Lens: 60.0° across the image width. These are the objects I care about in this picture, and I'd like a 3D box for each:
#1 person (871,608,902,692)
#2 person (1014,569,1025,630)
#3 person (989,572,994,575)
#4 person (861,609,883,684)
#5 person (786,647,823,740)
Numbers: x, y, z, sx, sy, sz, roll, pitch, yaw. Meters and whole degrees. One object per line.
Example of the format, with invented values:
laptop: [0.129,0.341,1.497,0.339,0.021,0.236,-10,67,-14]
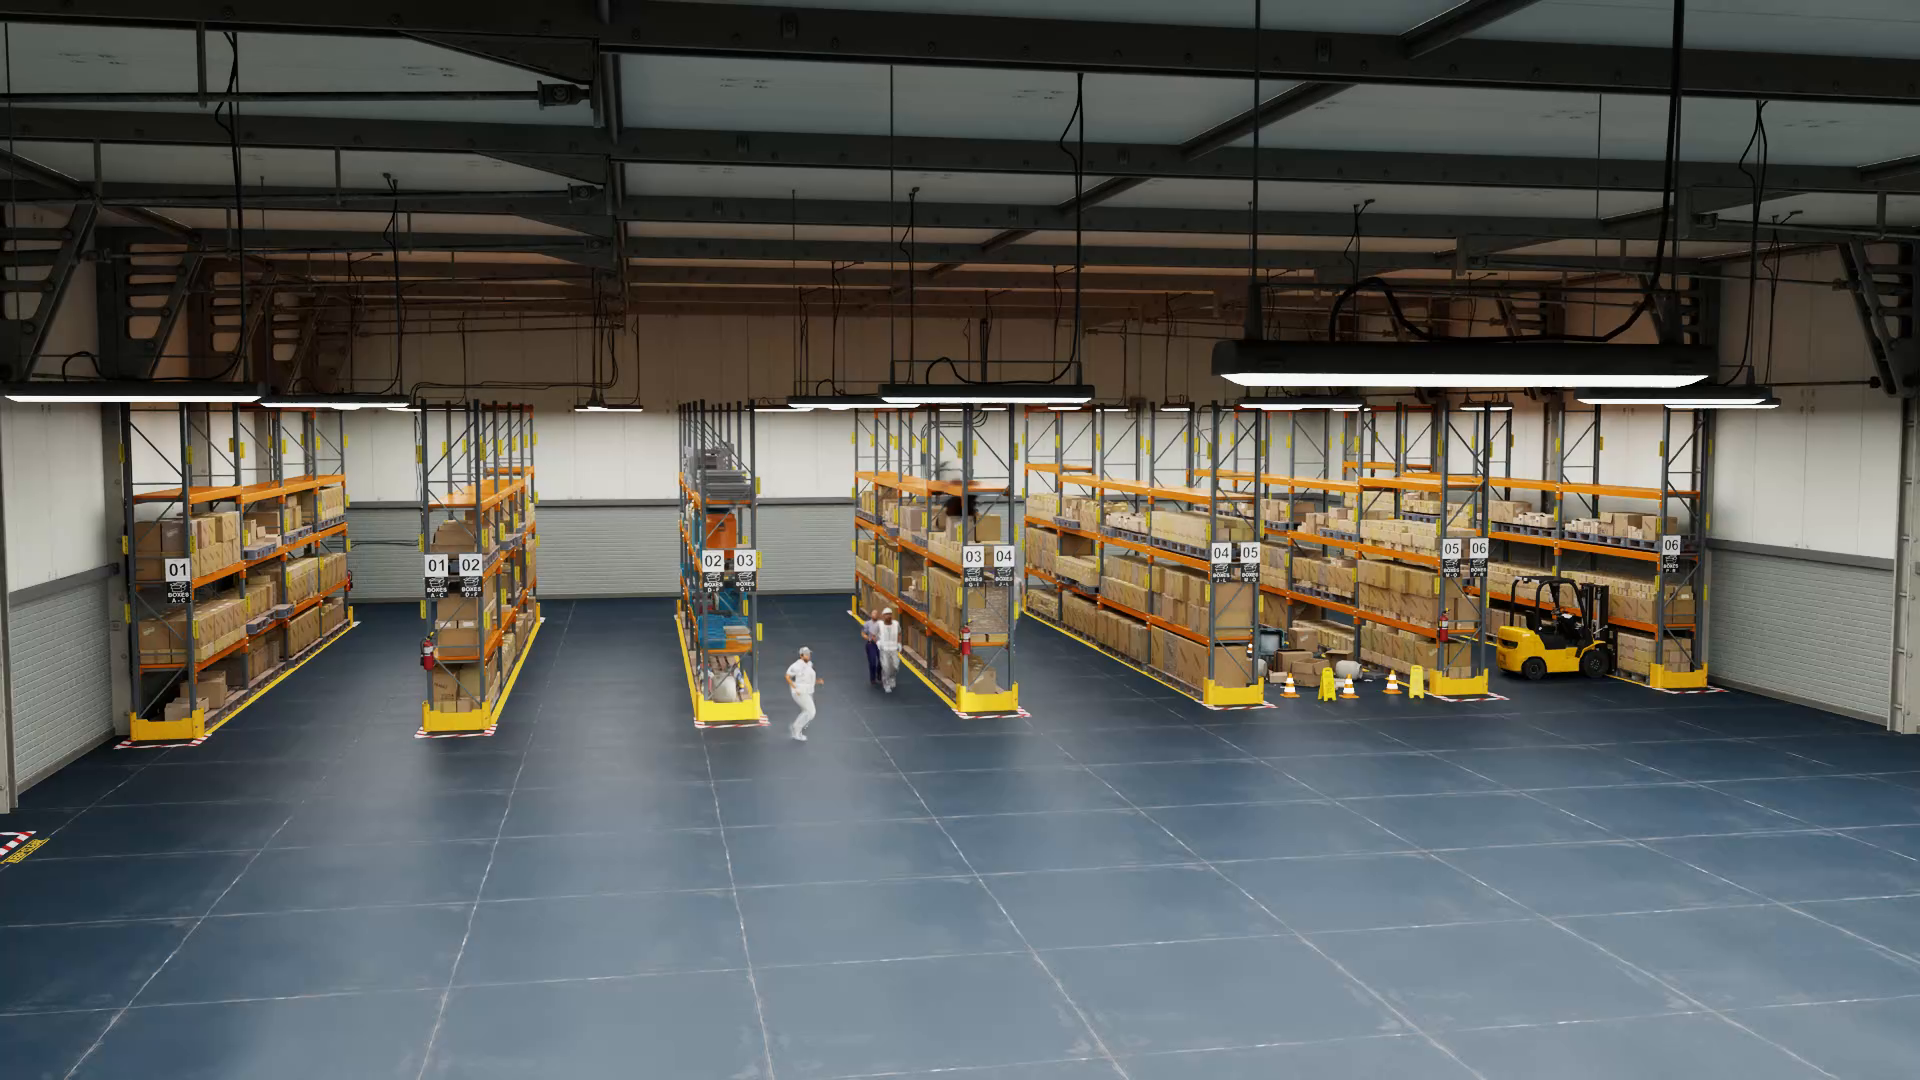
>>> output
person: [-1.493,2.265,34.242,0.683,1.741,0.585,-1,4,-14]
person: [1.456,1.579,44.287,0.572,1.624,0.529,0,4,-6]
person: [0.730,1.265,49.036,0.730,1.507,0.641,4,6,43]
person: [-1.784,2.261,35.248,0.599,1.601,0.557,-1,4,-15]
person: [-2.707,2.695,29.245,0.592,1.633,0.586,2,5,23]
